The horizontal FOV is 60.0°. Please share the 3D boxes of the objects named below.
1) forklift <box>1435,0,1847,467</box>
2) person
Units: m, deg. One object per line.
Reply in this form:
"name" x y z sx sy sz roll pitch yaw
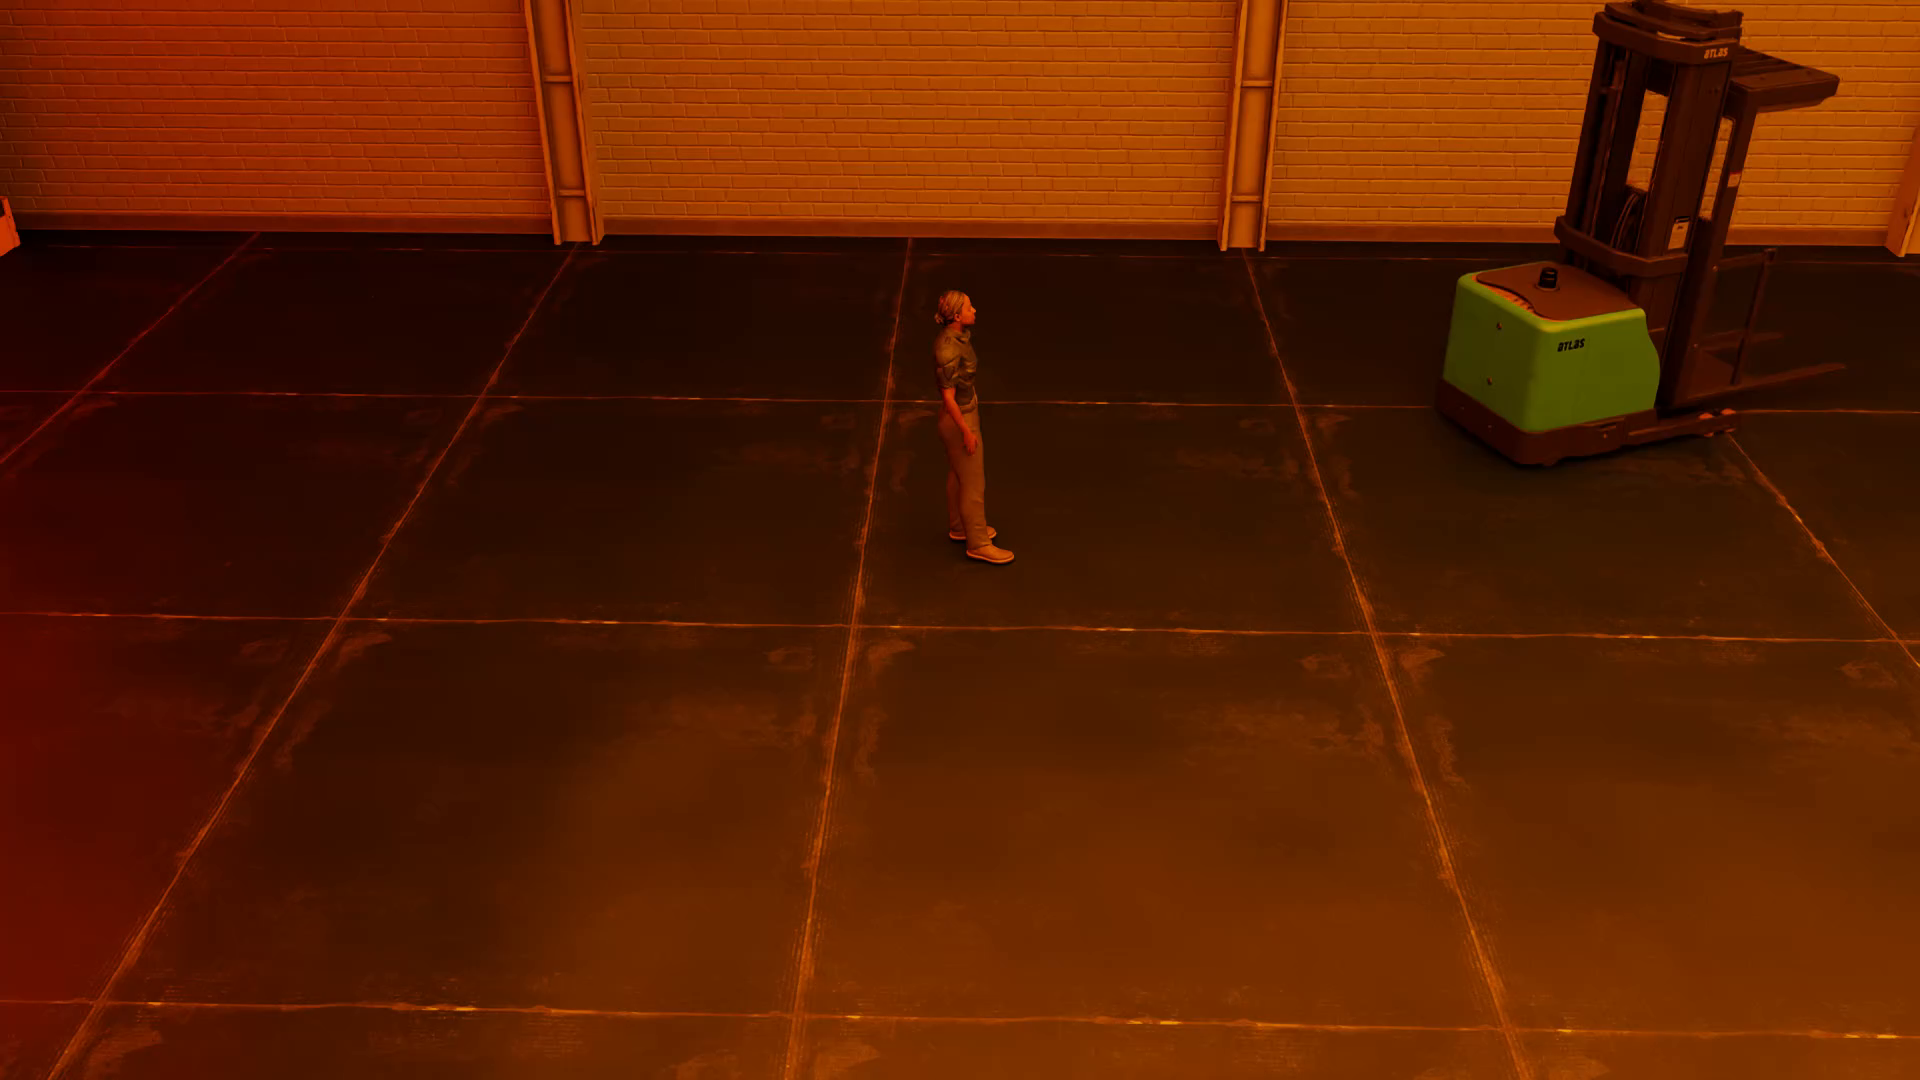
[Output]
"forklift" 4.994 -2.223 11.385 3.031 2.935 1.130 -11 32 -18
"person" 0.087 -0.707 10.057 0.504 1.654 0.569 1 31 1
